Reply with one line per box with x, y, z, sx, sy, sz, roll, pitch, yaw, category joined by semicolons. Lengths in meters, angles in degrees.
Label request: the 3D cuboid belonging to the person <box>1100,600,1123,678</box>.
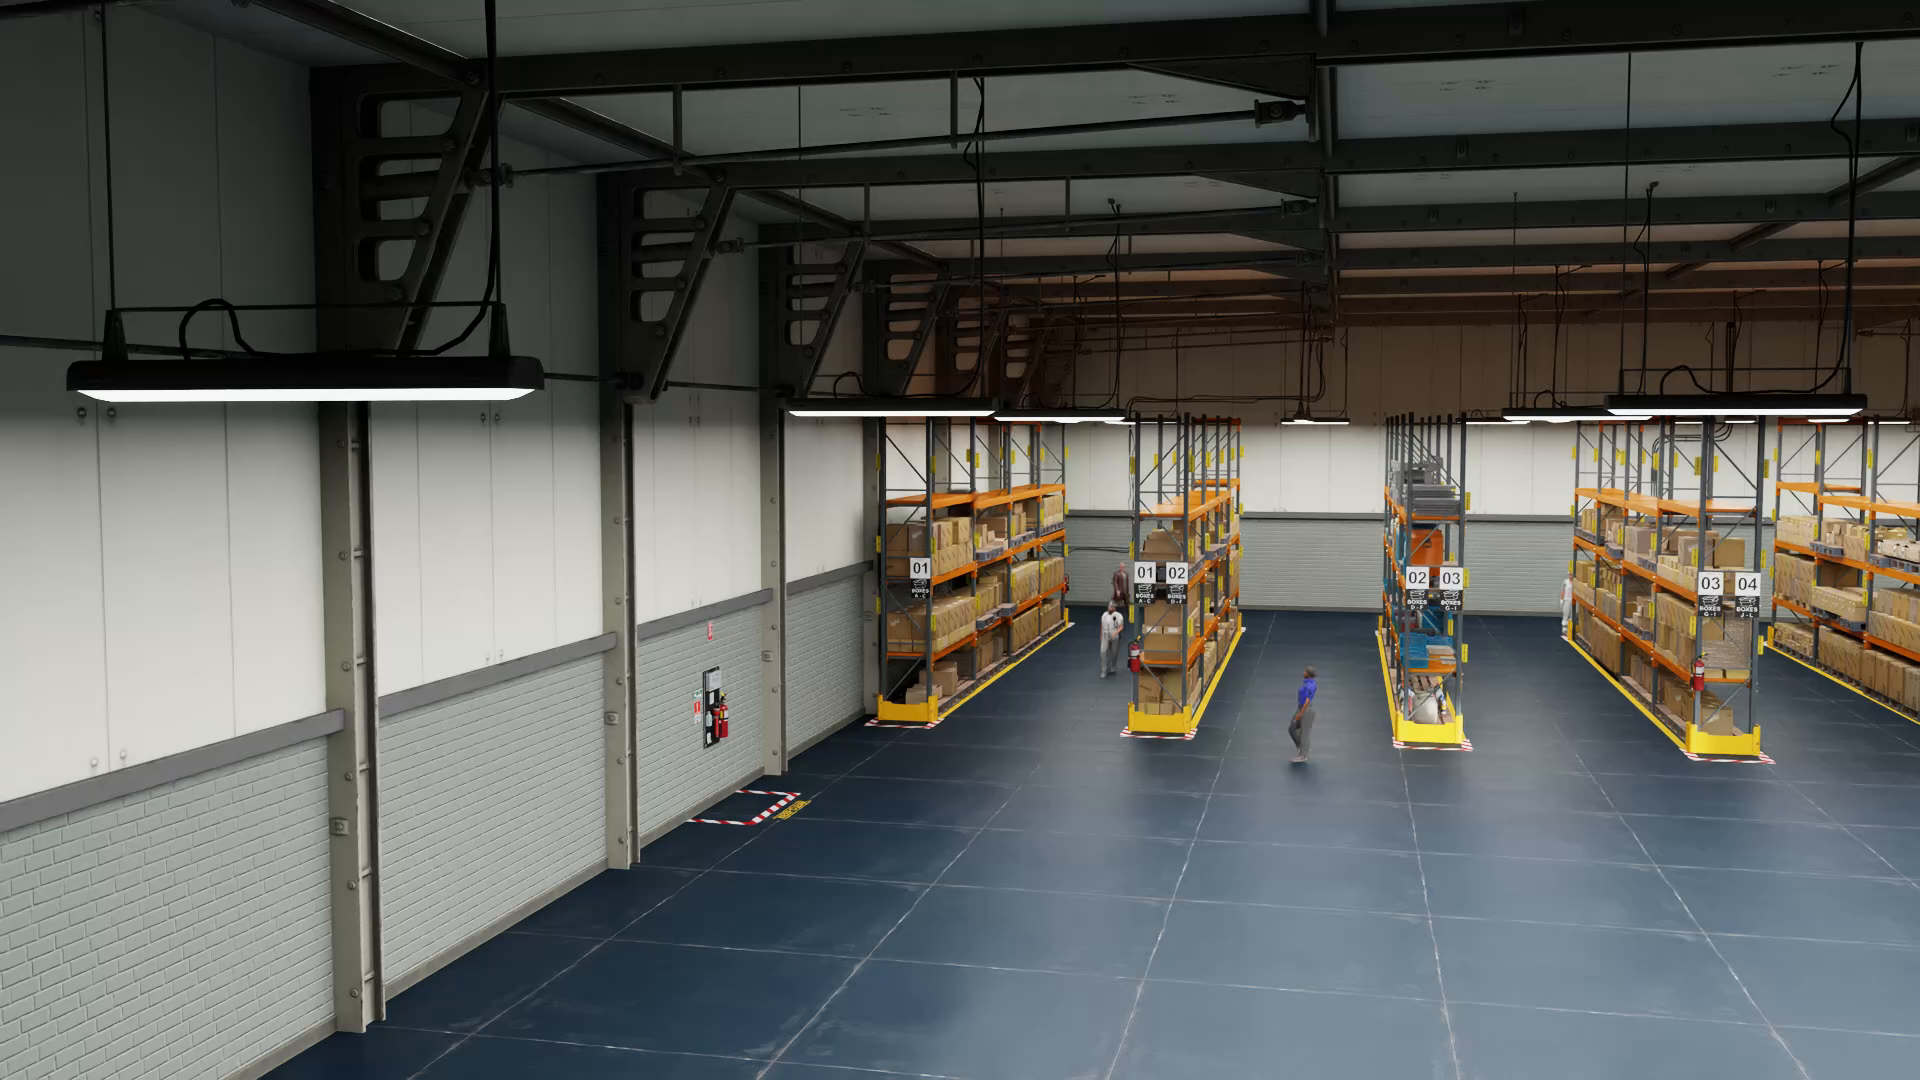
3.498;2.268;38.458;0.576;1.769;0.995;1;4;13;person

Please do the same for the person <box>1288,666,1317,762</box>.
5.871;2.987;28.520;0.454;1.656;0.493;-1;4;-15;person

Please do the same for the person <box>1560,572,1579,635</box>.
16.923;1.716;45.989;0.570;1.804;0.500;0;4;5;person

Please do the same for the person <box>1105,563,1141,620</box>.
4.789;1.537;49.174;1.137;1.734;0.707;2;4;30;person
